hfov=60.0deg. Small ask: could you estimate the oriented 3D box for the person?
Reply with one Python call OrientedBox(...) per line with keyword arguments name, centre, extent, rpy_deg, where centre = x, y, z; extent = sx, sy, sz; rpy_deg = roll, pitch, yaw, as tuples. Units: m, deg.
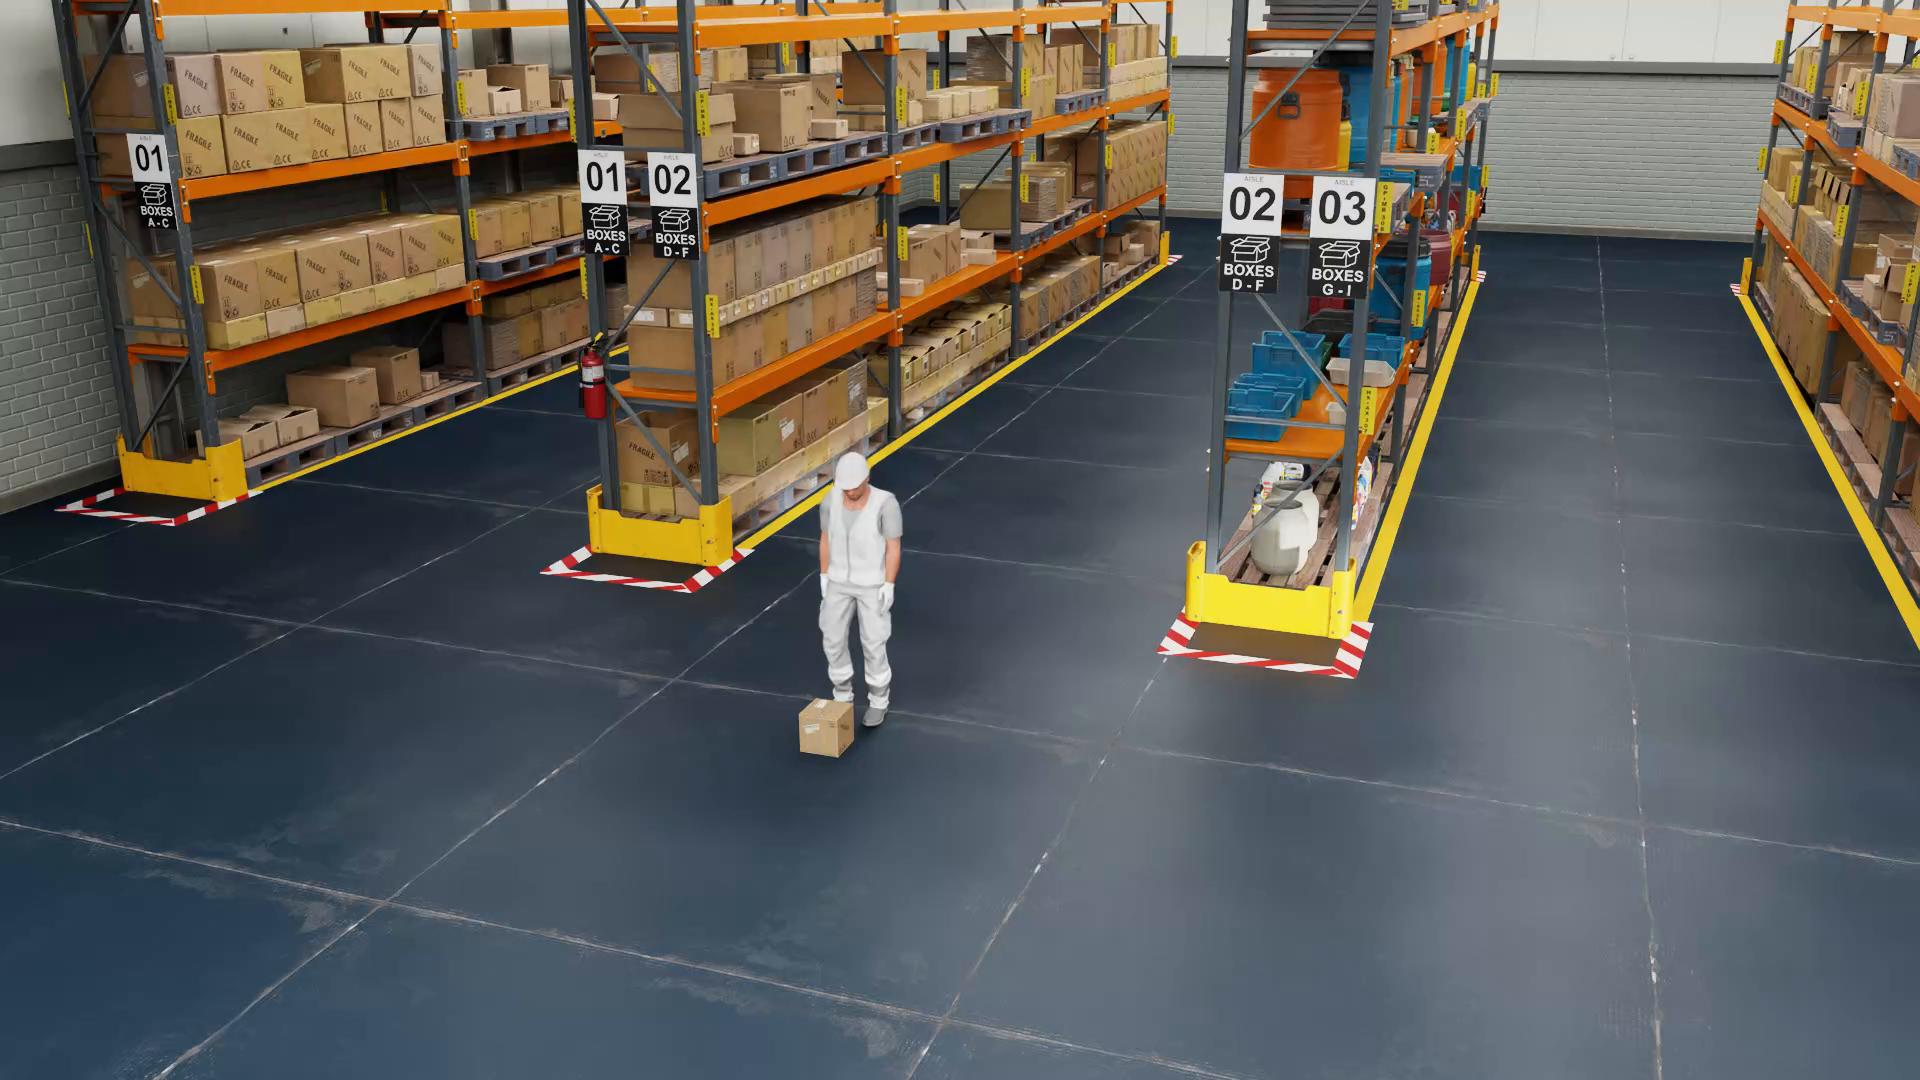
OrientedBox(name="person", centre=(-0.620, 0.290, 10.216), extent=(0.538, 1.752, 0.427), rpy_deg=(7, 20, 19))
